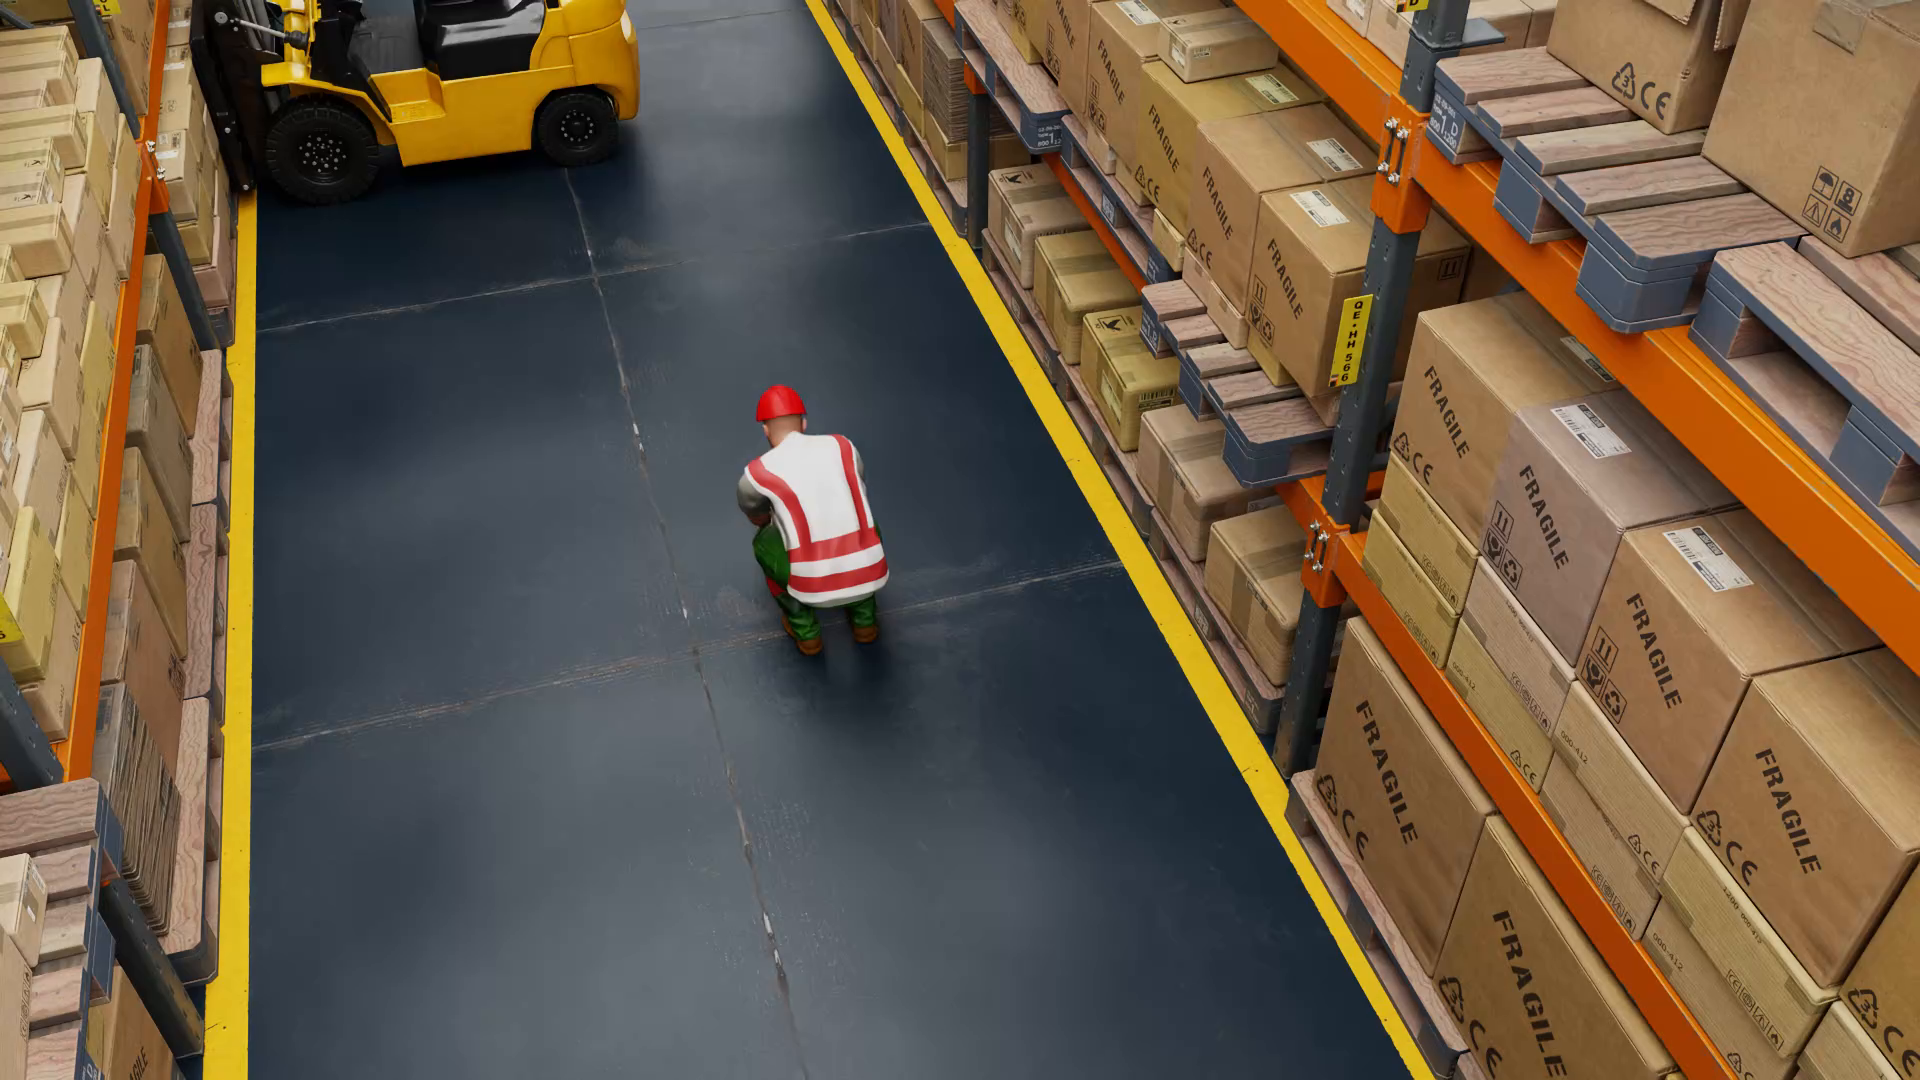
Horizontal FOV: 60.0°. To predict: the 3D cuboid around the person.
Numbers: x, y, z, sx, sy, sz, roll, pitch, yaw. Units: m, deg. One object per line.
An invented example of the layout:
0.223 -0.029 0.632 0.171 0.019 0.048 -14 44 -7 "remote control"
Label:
-0.607 -0.076 6.831 0.570 0.990 0.884 -12 43 -13 "person"
